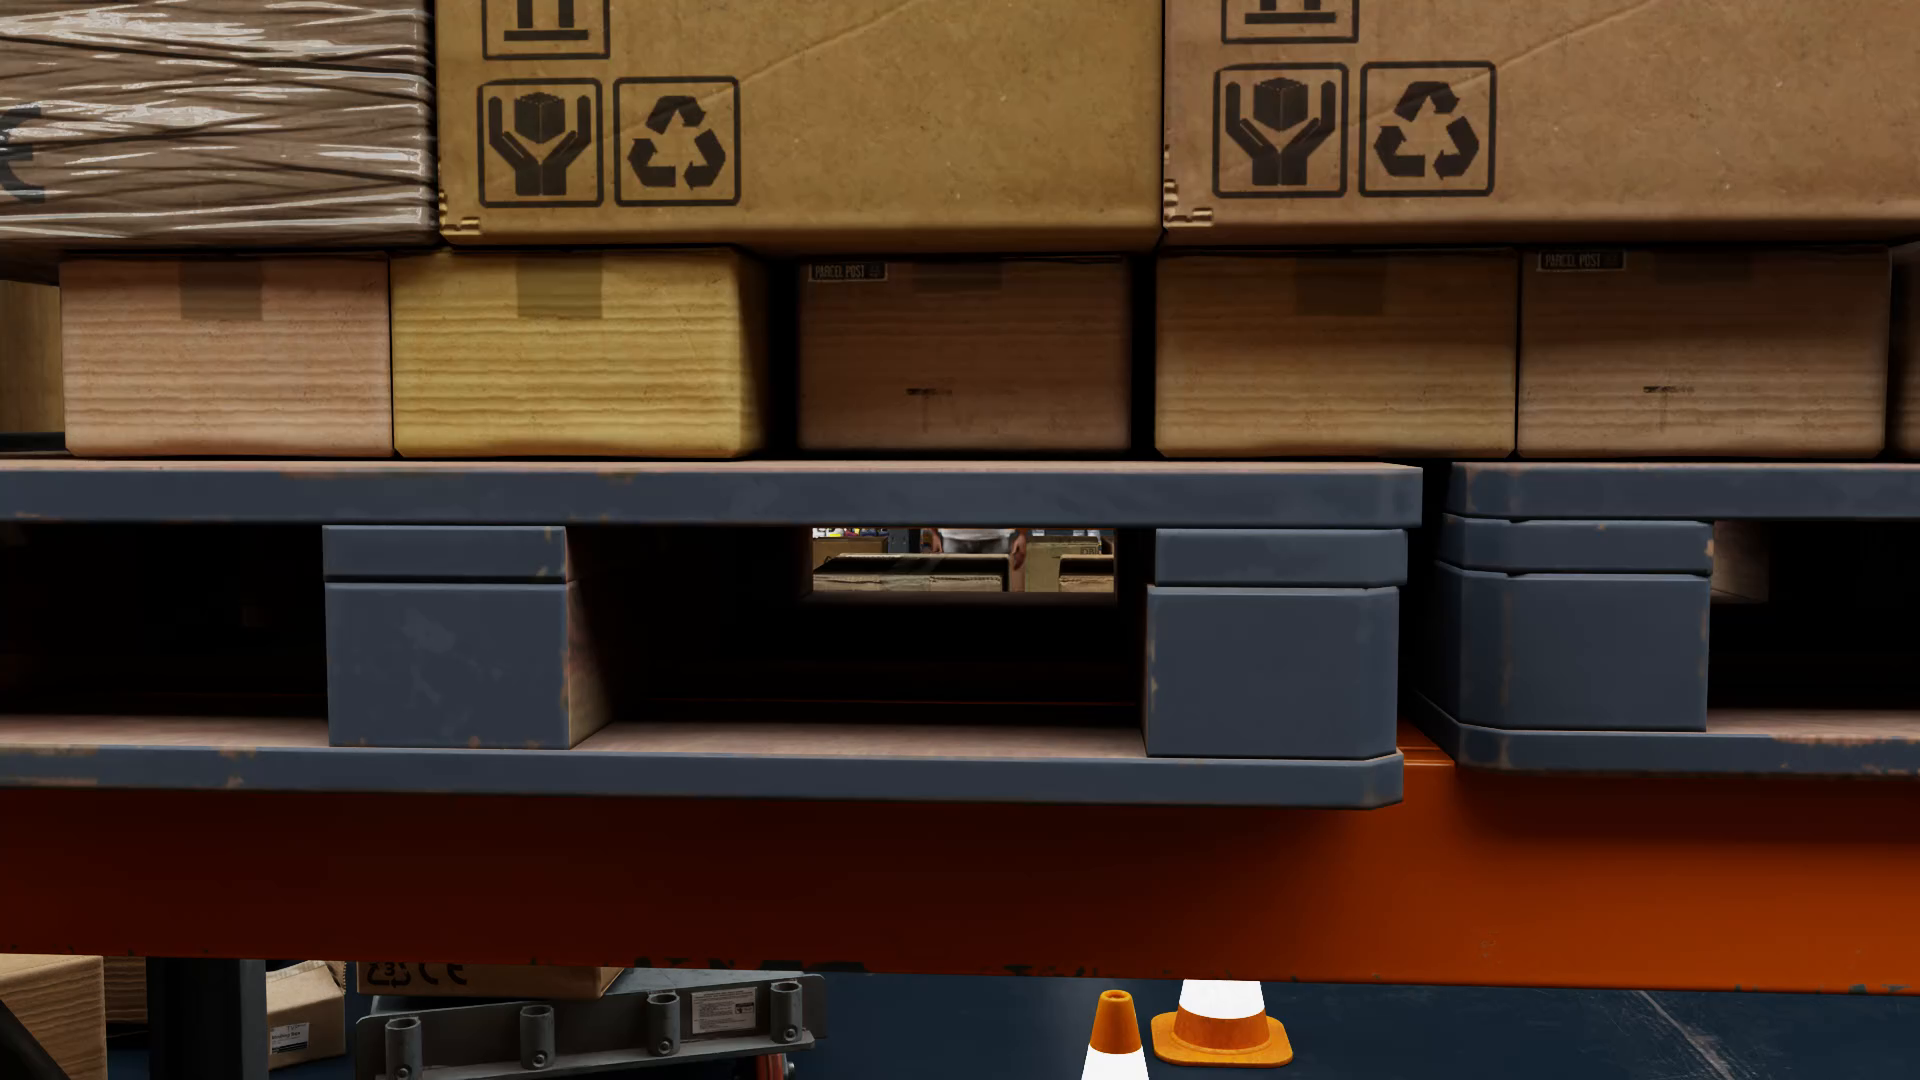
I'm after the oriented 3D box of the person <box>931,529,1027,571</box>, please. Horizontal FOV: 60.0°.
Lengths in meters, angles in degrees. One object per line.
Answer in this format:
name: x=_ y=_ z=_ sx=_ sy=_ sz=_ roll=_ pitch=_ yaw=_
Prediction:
person: x=0.106 y=-0.003 z=9.308 sx=0.566 sy=1.781 sz=0.385 roll=0 pitch=4 yaw=5
